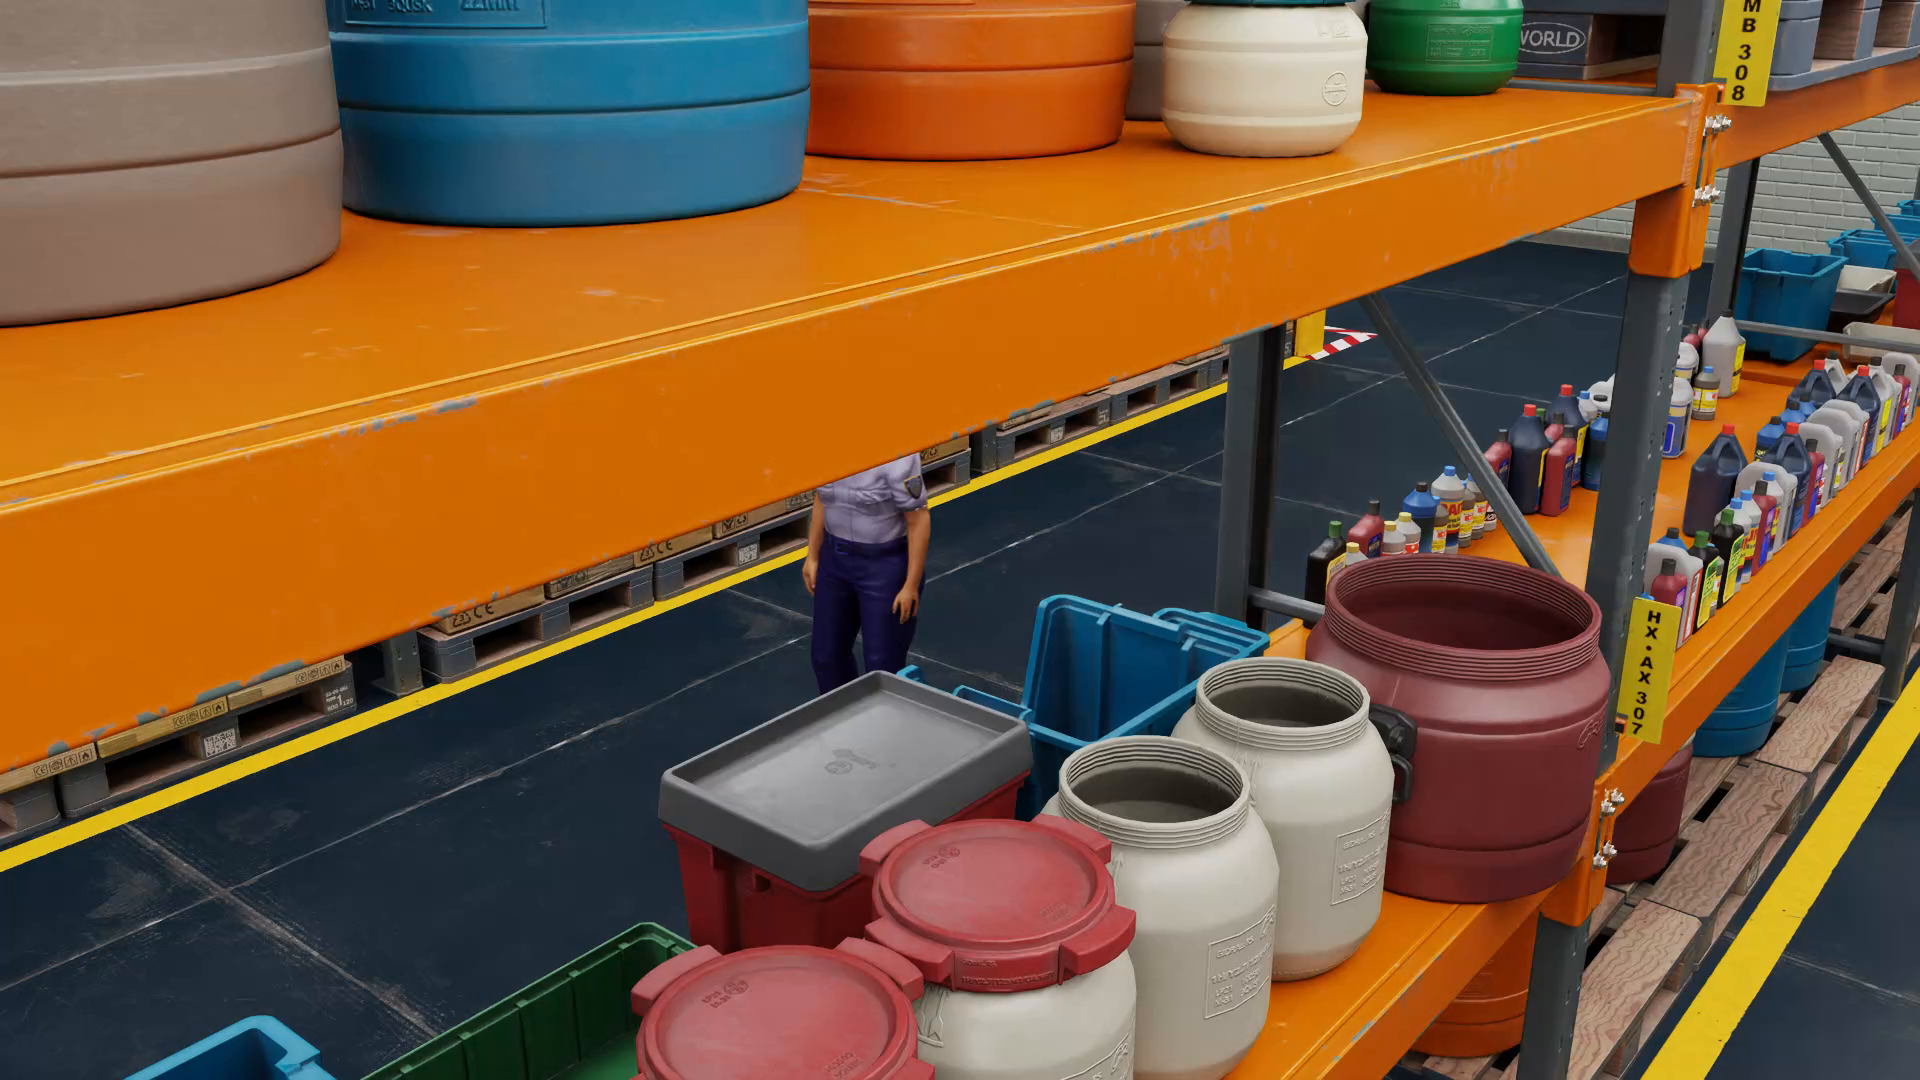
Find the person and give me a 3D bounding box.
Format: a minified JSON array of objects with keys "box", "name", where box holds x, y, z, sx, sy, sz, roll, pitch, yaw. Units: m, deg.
[{"box":[-0.362,0.128,6.240,0.563,1.653,0.368,14,25,34],"name":"person"}]
